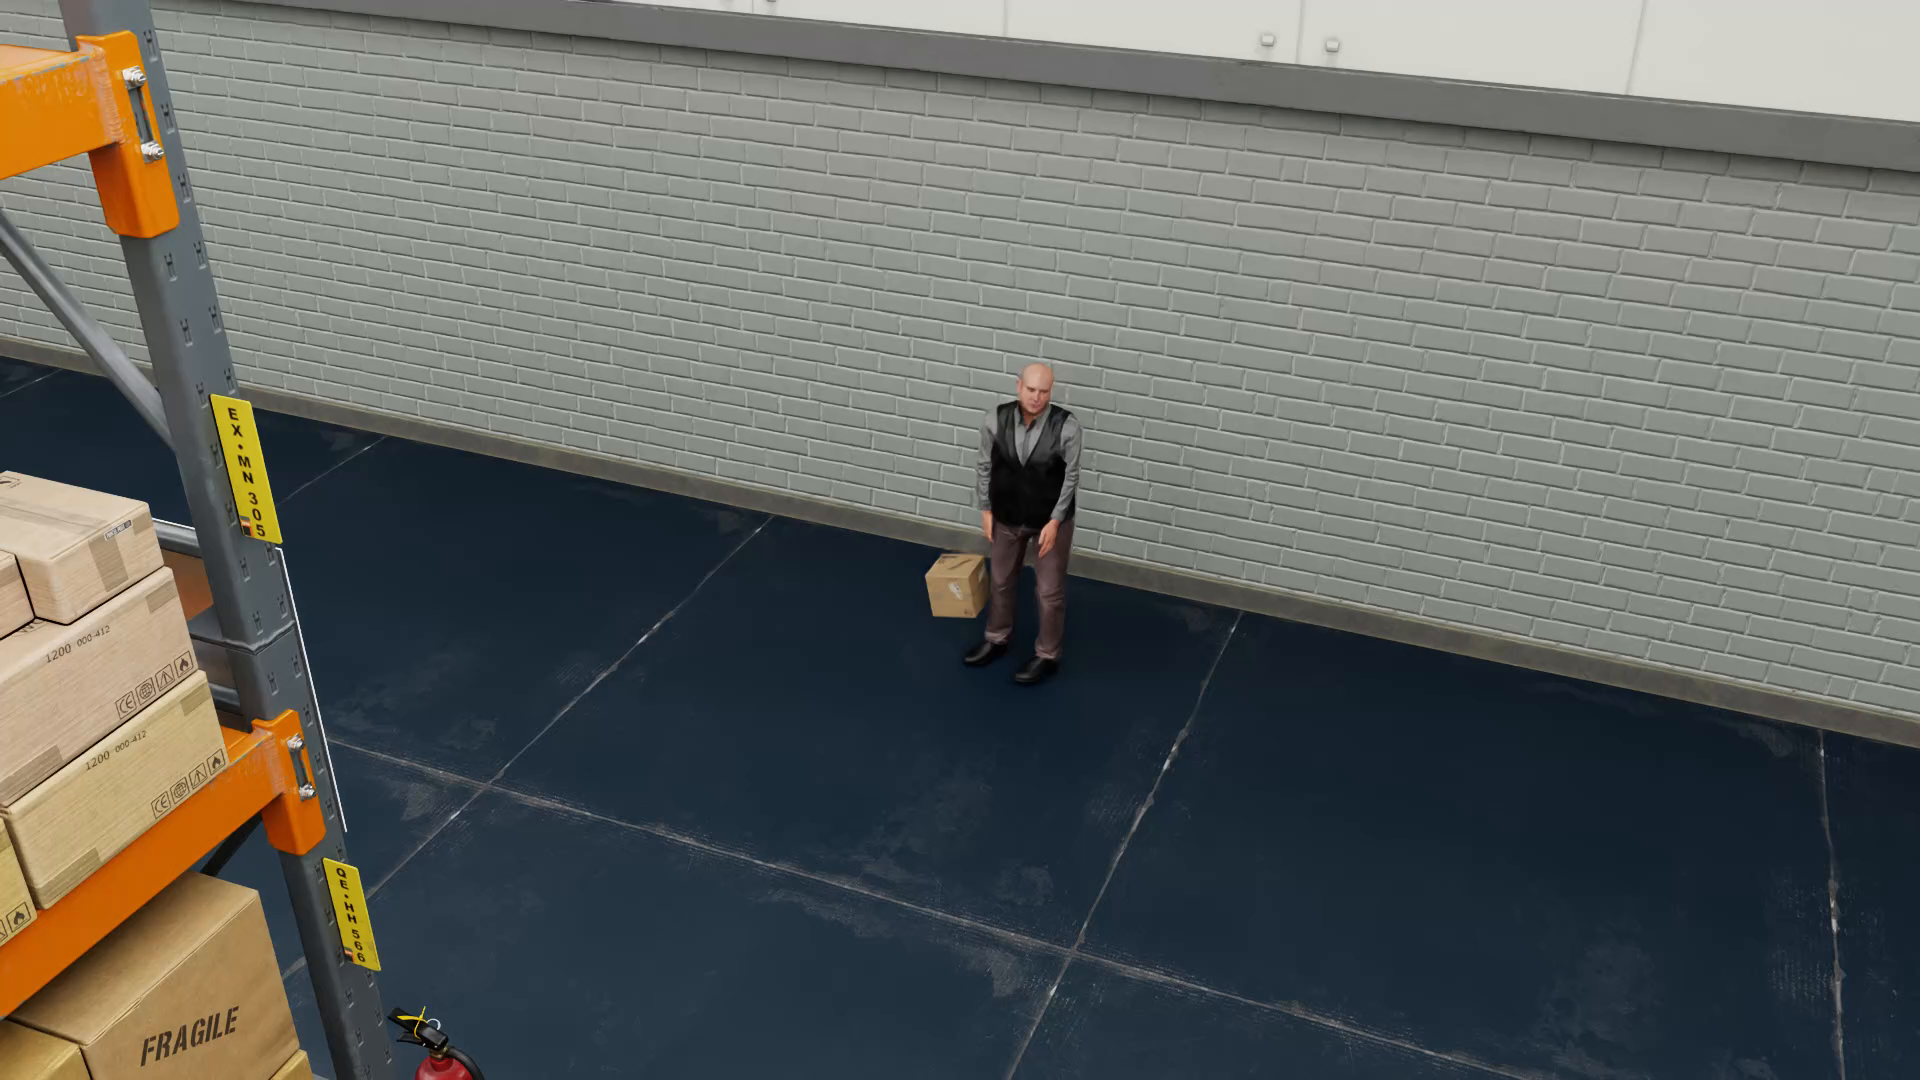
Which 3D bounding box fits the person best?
[{"bbox_3d":[0.311,-0.088,8.532,0.573,1.731,0.459,9,31,16],"label":"person"}]
